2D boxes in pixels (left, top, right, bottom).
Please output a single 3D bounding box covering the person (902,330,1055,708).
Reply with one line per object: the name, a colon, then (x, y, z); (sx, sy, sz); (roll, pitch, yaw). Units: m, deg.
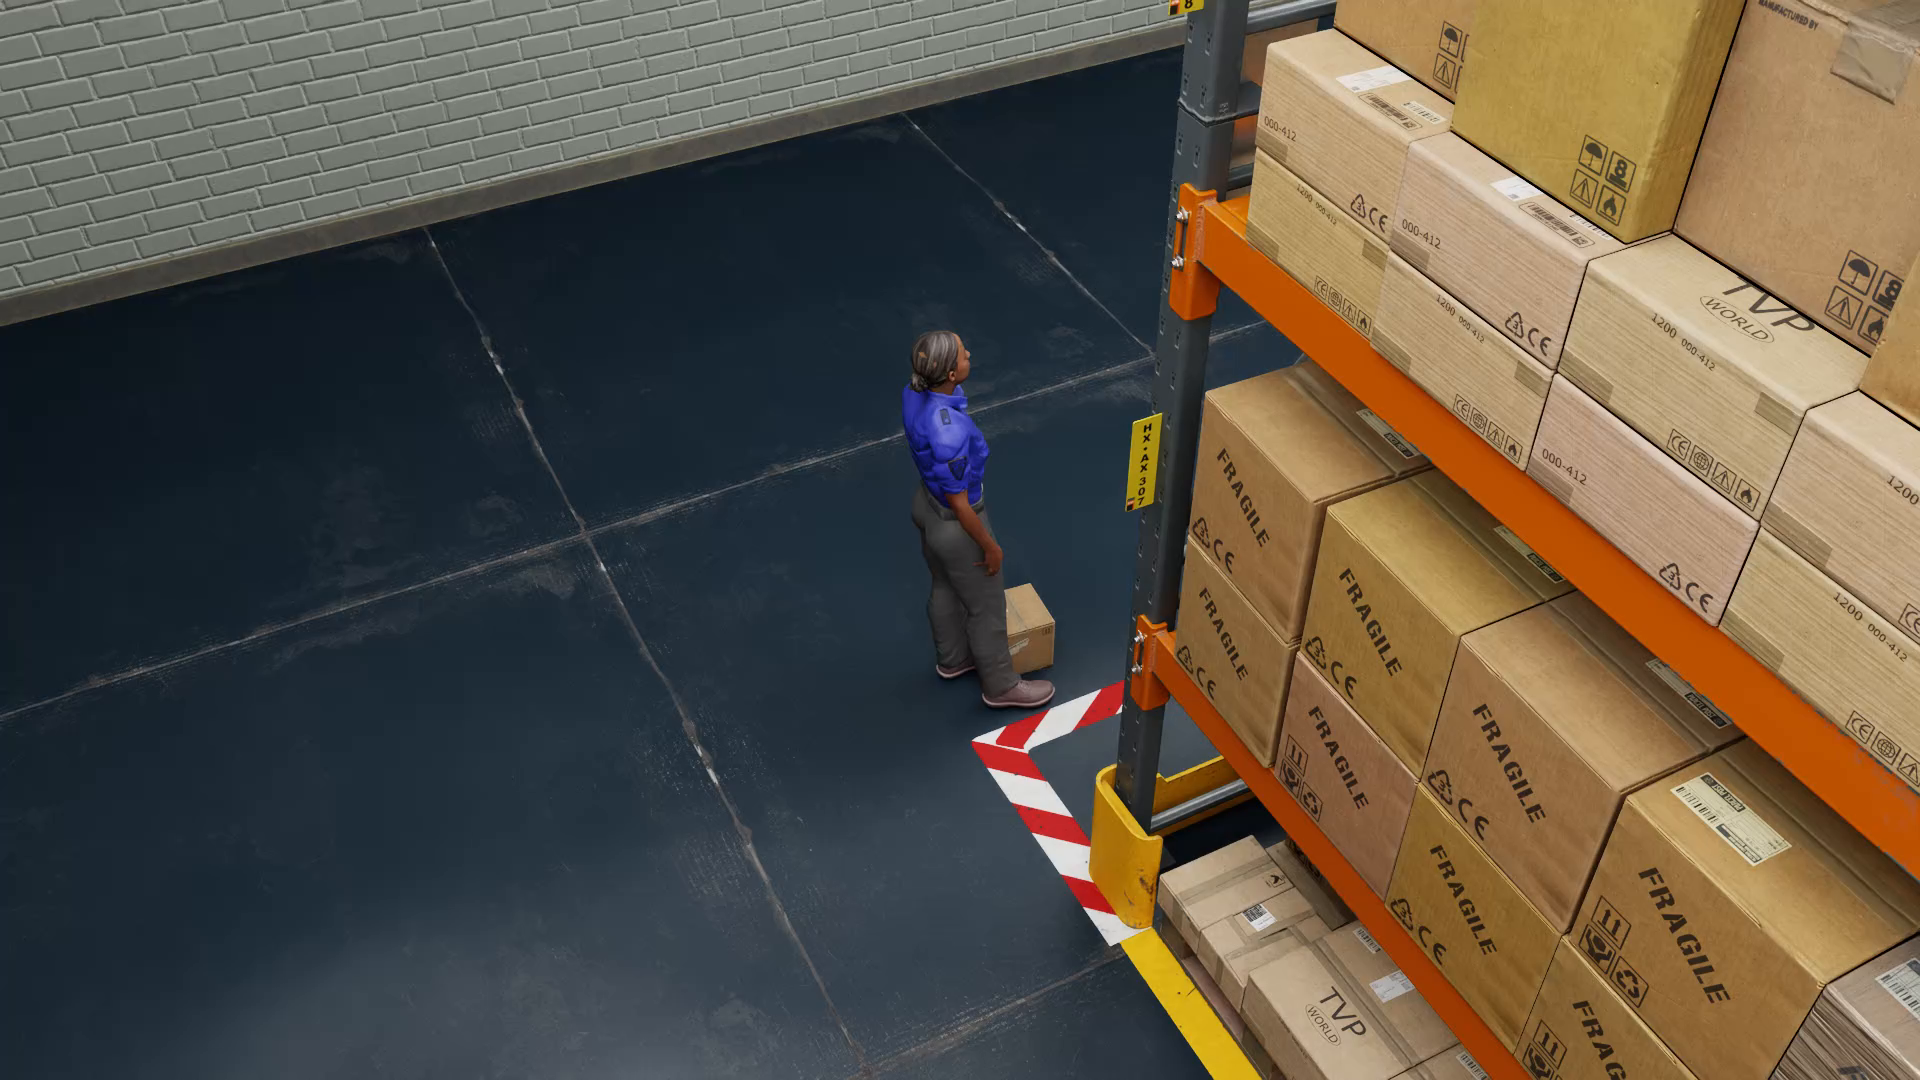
person: (0.061, -0.086, 6.247); (0.502, 1.657, 0.570); (-15, 44, -16)
